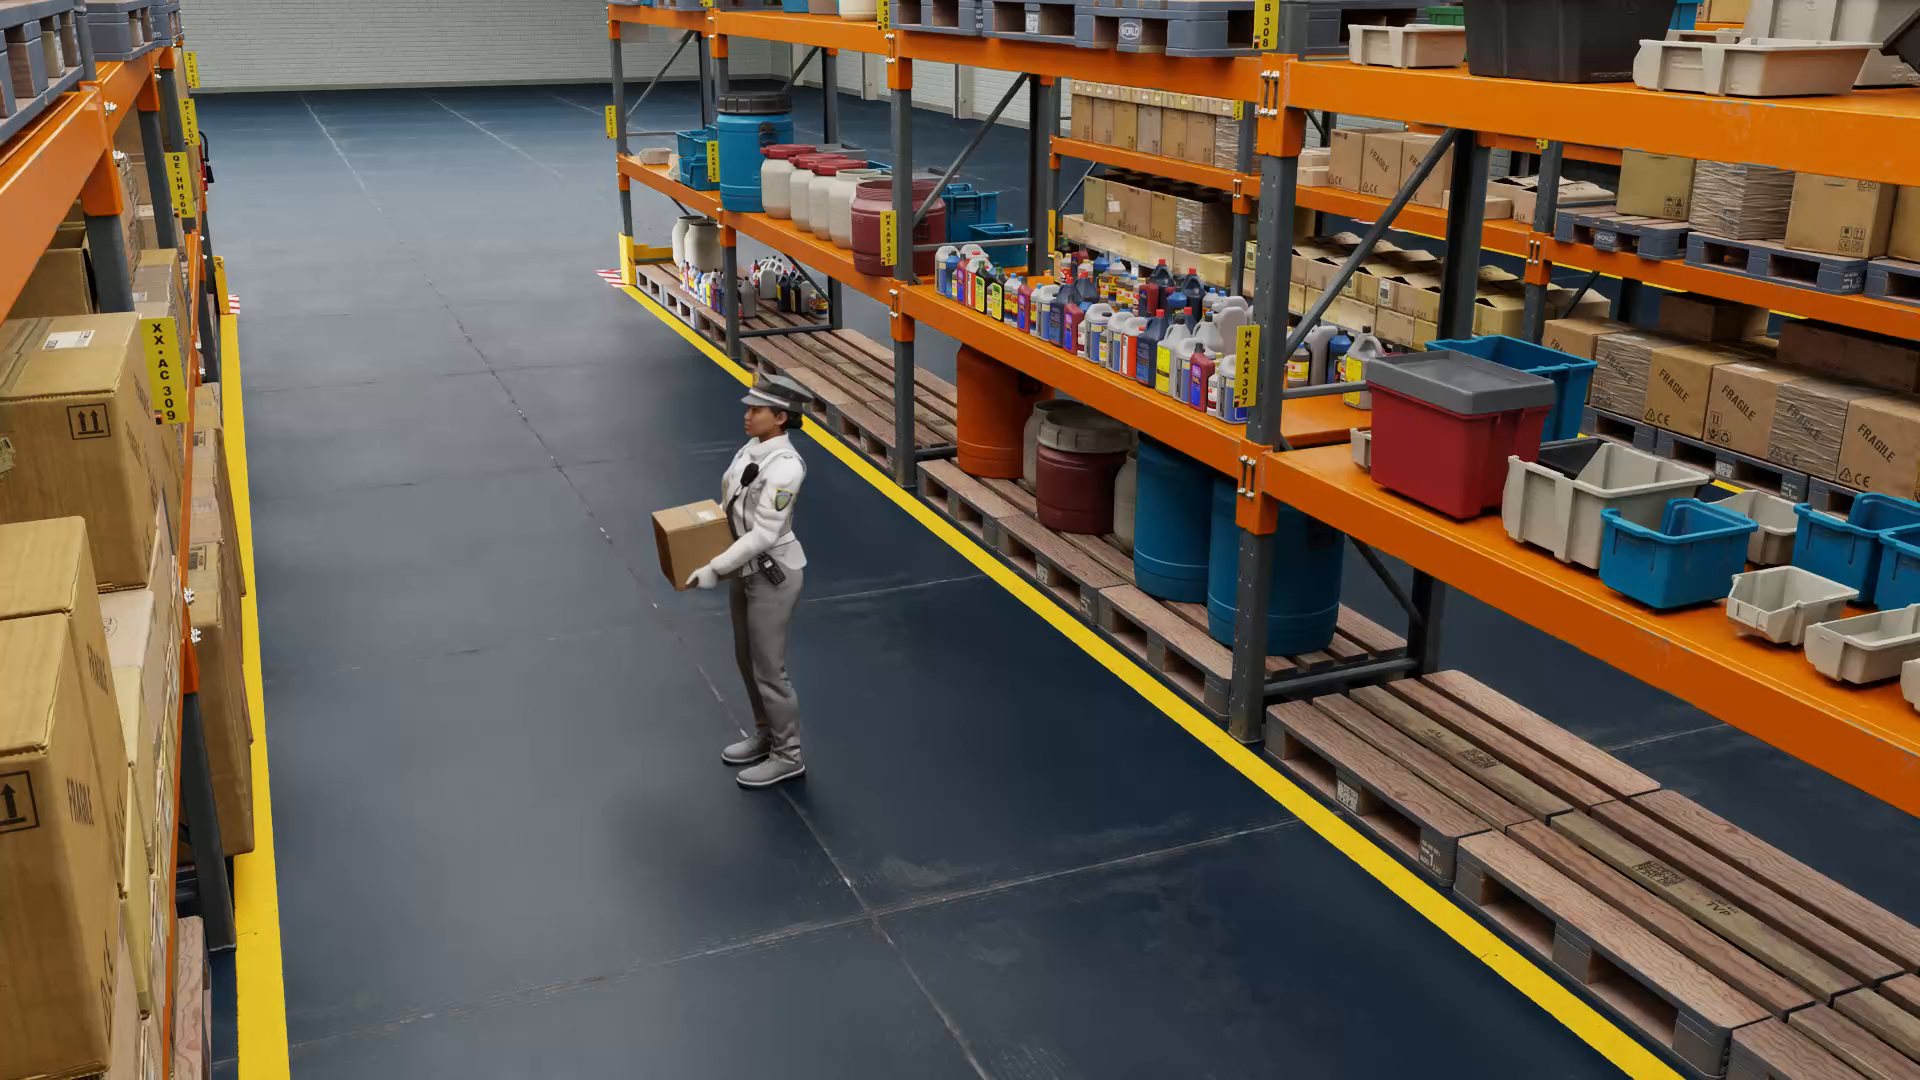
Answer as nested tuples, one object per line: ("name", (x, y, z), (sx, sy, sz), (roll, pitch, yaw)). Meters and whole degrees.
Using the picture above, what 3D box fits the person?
("person", (-0.841, 0.150, 6.590), (0.556, 1.686, 0.459), (-8, 20, -21))
